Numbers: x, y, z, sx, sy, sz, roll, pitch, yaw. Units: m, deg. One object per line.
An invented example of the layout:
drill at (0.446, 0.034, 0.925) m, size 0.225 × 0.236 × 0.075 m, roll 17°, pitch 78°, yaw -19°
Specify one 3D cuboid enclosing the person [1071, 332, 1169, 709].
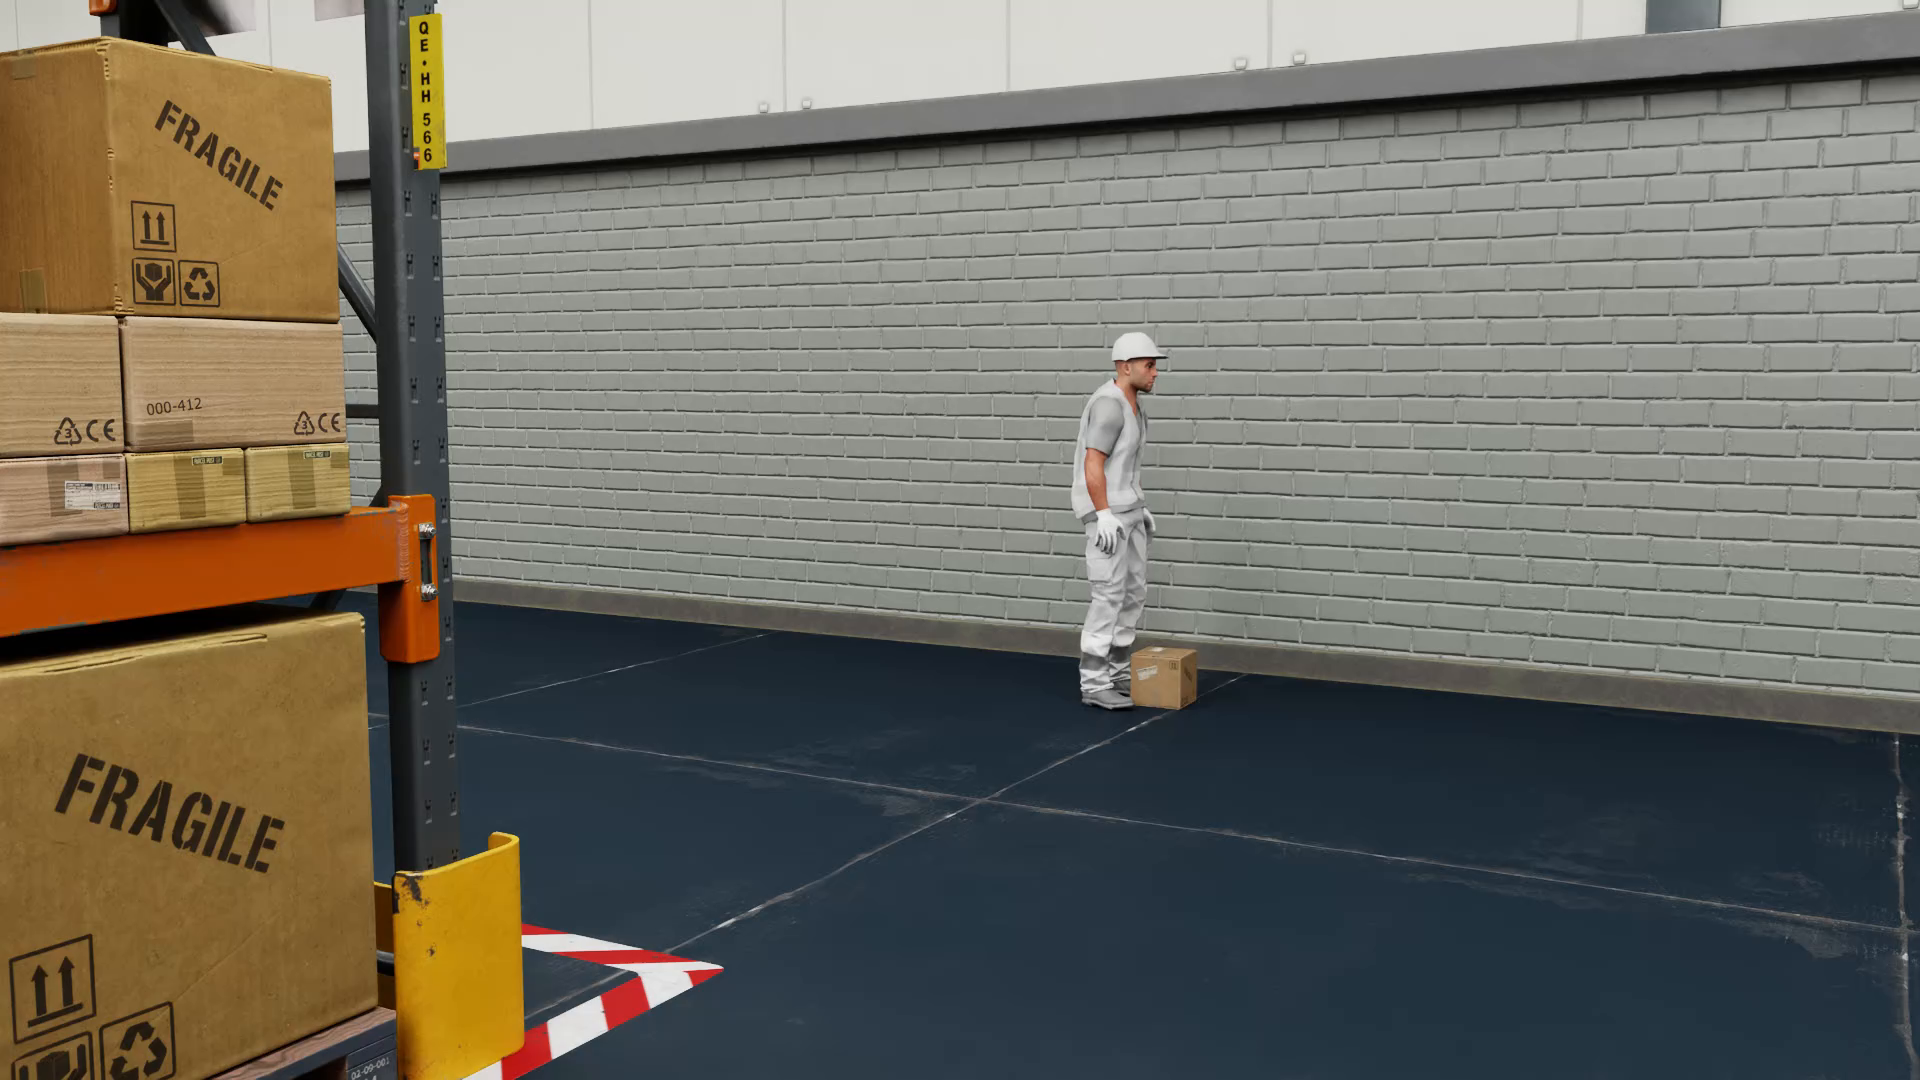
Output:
person at (0.777, -0.106, 8.032) m, size 0.445 × 1.781 × 0.621 m, roll 3°, pitch 6°, yaw 26°
